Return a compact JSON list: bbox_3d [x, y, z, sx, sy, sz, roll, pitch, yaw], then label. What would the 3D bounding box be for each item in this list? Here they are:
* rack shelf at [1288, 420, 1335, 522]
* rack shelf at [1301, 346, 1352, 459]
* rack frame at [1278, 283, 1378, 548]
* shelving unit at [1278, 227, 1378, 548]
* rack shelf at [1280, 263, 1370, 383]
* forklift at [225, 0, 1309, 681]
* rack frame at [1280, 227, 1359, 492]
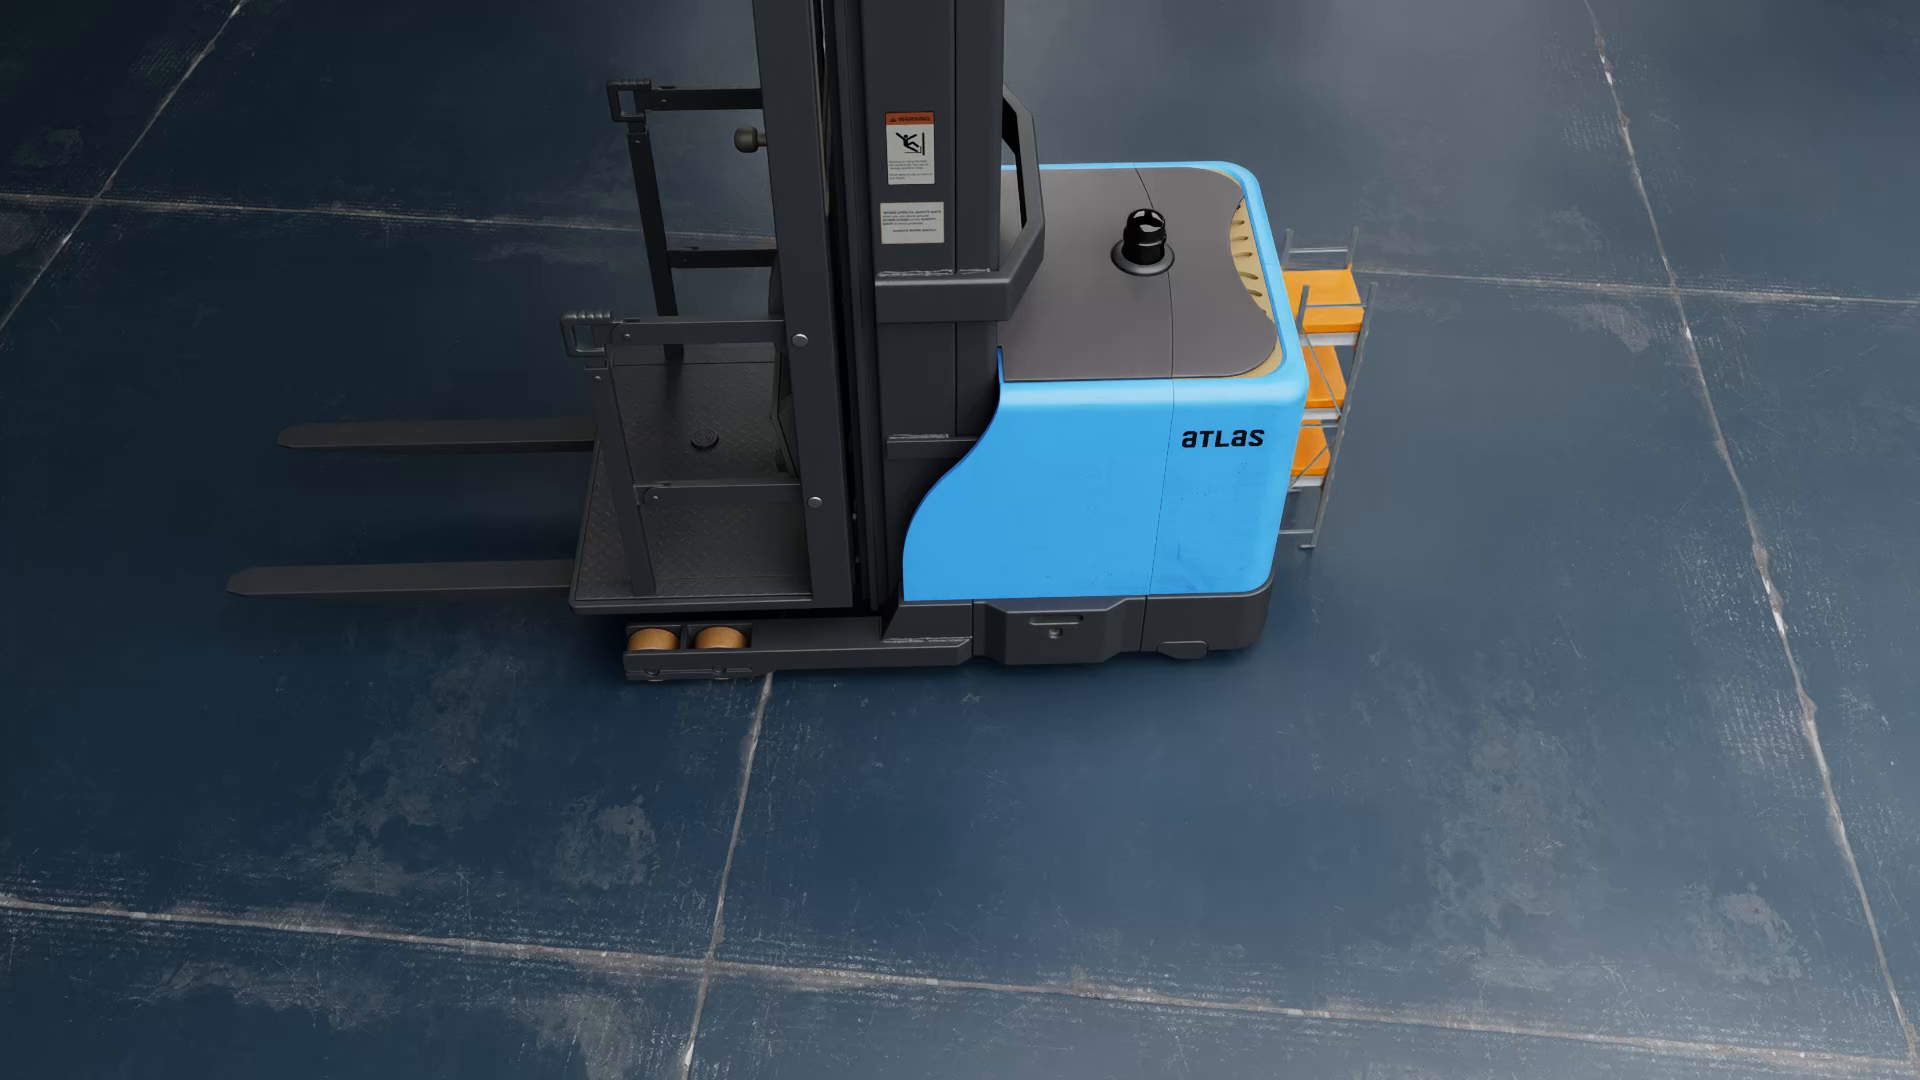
[{"bbox_3d":[1.012,-0.225,5.135,0.215,0.259,0.240,-2,48,-2],"label":"rack shelf"},{"bbox_3d":[1.012,-0.413,4.930,0.215,0.259,0.240,-2,48,-2],"label":"rack shelf"},{"bbox_3d":[1.018,-0.330,4.840,0.200,1.050,0.008,-2,48,-2],"label":"rack frame"},{"bbox_3d":[1.012,-0.420,4.922,0.215,1.050,0.252,-2,48,-2],"label":"shelving unit"},{"bbox_3d":[1.013,-0.604,4.721,0.215,0.259,0.240,-2,48,-2],"label":"rack shelf"},{"bbox_3d":[-0.627,-0.974,4.155,3.031,2.935,1.130,-1,48,-1],"label":"forklift"},{"bbox_3d":[1.006,-0.510,5.004,0.200,1.050,0.008,-2,48,-2],"label":"rack frame"}]
